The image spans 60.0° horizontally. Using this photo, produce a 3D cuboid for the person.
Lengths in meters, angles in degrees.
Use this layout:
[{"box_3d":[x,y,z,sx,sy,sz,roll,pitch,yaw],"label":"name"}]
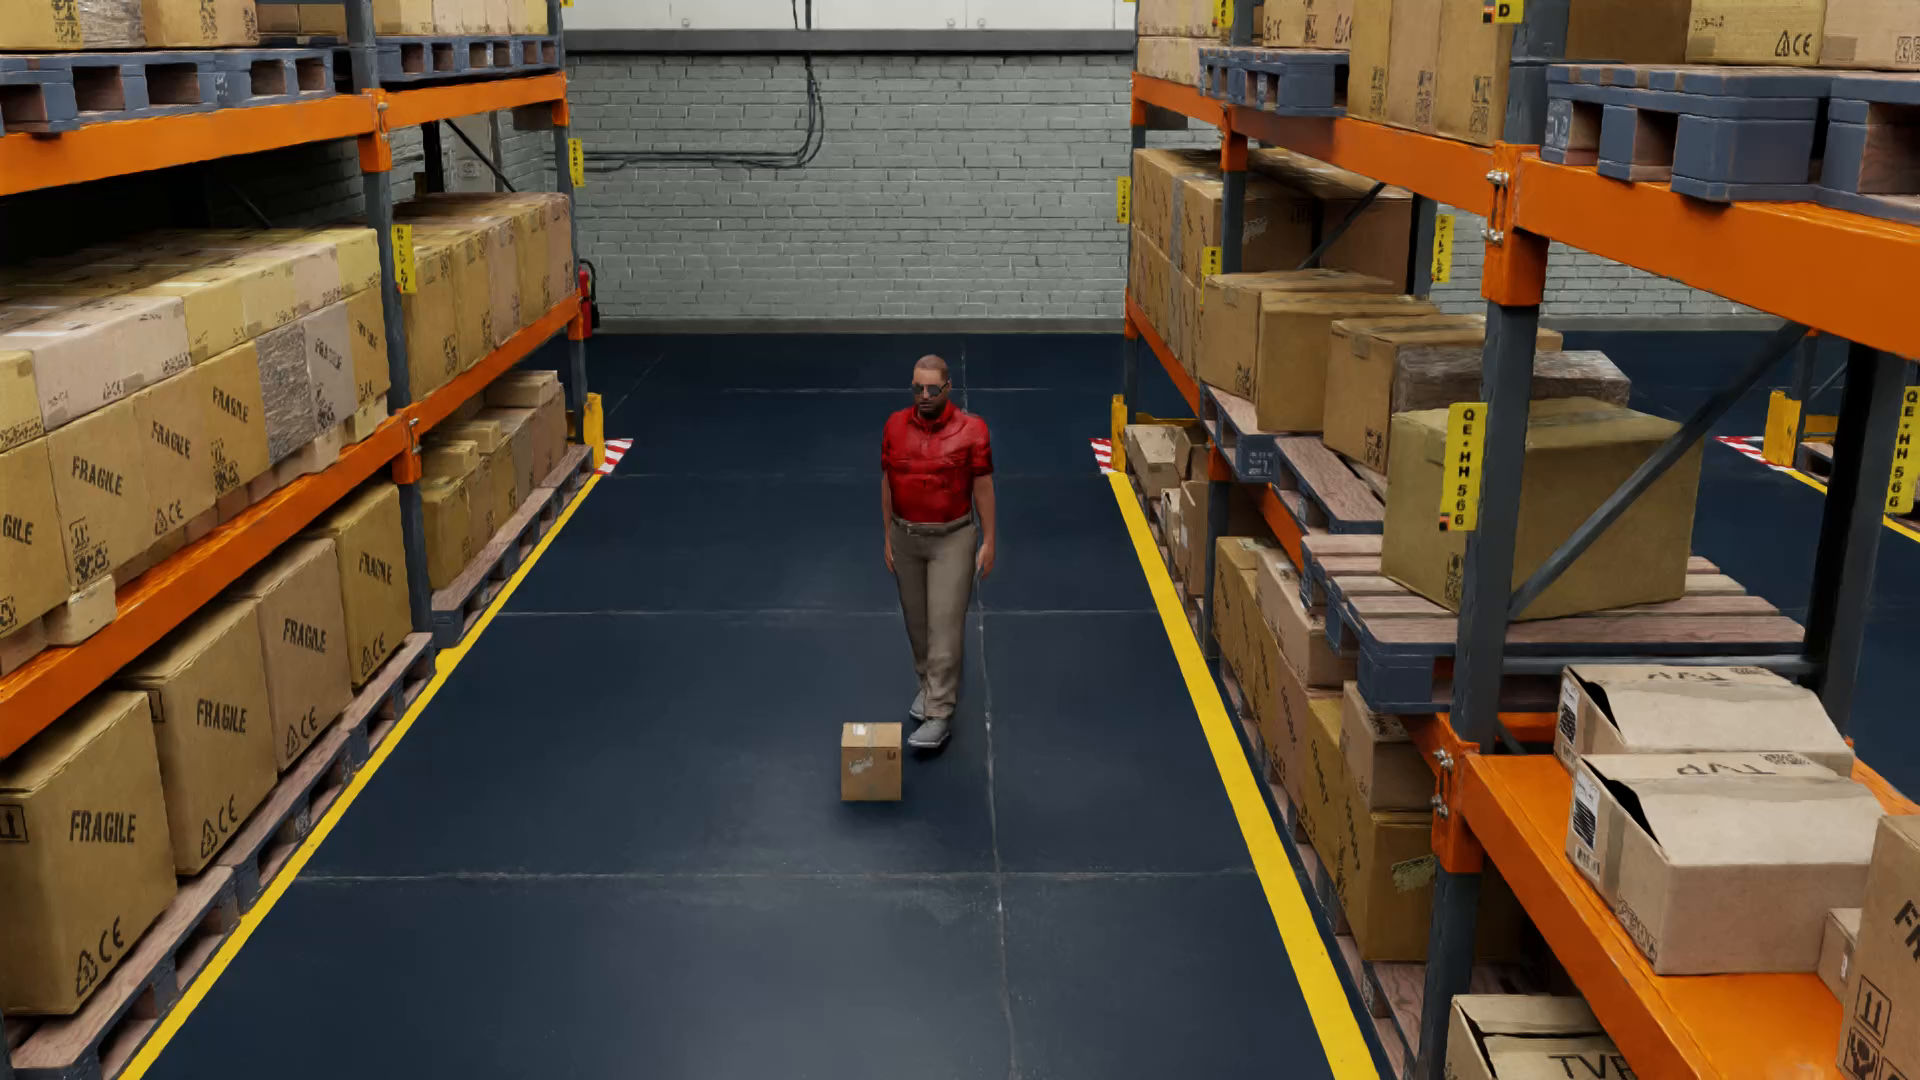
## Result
[{"box_3d":[-0.162,0.043,7.415,0.546,1.716,0.726,7,18,22],"label":"person"}]
